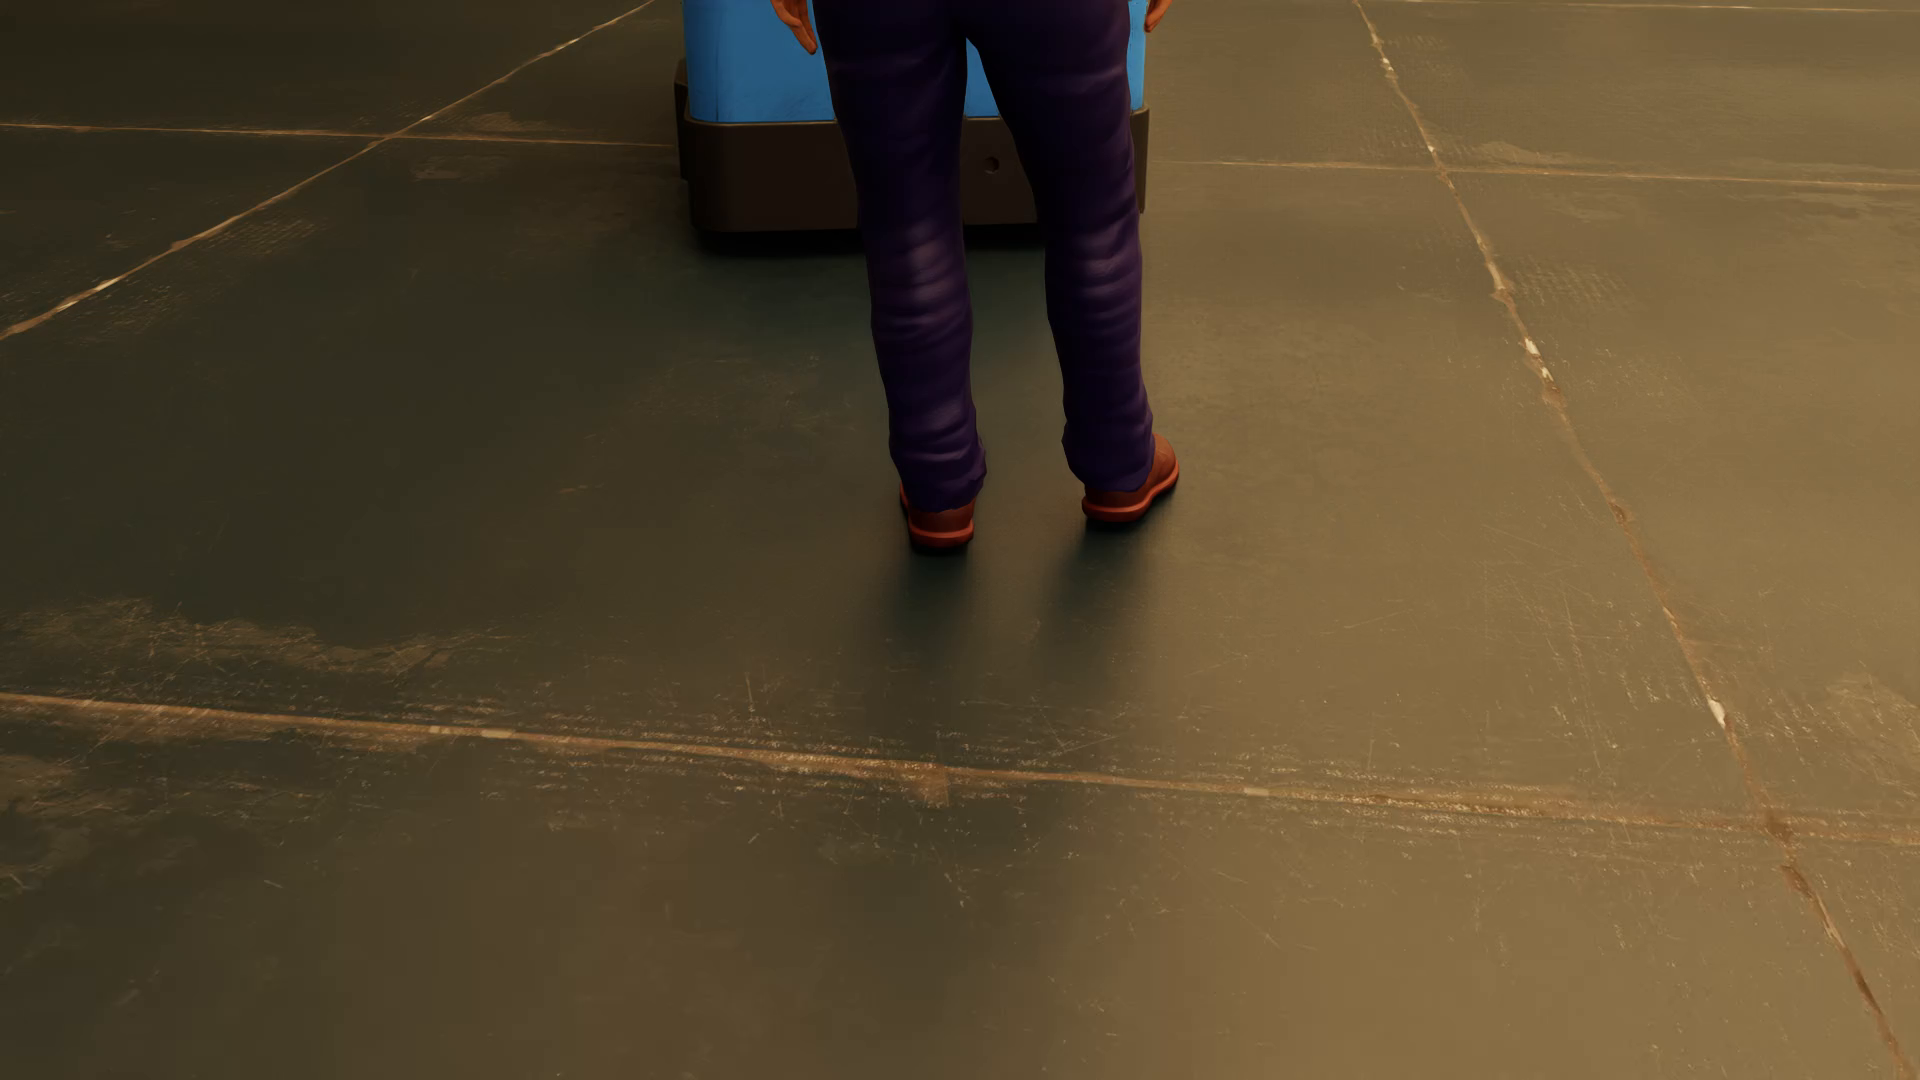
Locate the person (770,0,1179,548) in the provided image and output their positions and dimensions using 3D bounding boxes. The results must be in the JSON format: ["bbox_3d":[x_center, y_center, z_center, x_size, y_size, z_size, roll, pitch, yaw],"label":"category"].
[{"bbox_3d":[0.034,-0.777,2.208,0.599,1.640,0.503,3,27,7],"label":"person"}]

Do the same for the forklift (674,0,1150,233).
[{"bbox_3d":[-0.245,-2.626,4.481,1.130,2.935,3.031,-3,27,-6],"label":"forklift"}]
